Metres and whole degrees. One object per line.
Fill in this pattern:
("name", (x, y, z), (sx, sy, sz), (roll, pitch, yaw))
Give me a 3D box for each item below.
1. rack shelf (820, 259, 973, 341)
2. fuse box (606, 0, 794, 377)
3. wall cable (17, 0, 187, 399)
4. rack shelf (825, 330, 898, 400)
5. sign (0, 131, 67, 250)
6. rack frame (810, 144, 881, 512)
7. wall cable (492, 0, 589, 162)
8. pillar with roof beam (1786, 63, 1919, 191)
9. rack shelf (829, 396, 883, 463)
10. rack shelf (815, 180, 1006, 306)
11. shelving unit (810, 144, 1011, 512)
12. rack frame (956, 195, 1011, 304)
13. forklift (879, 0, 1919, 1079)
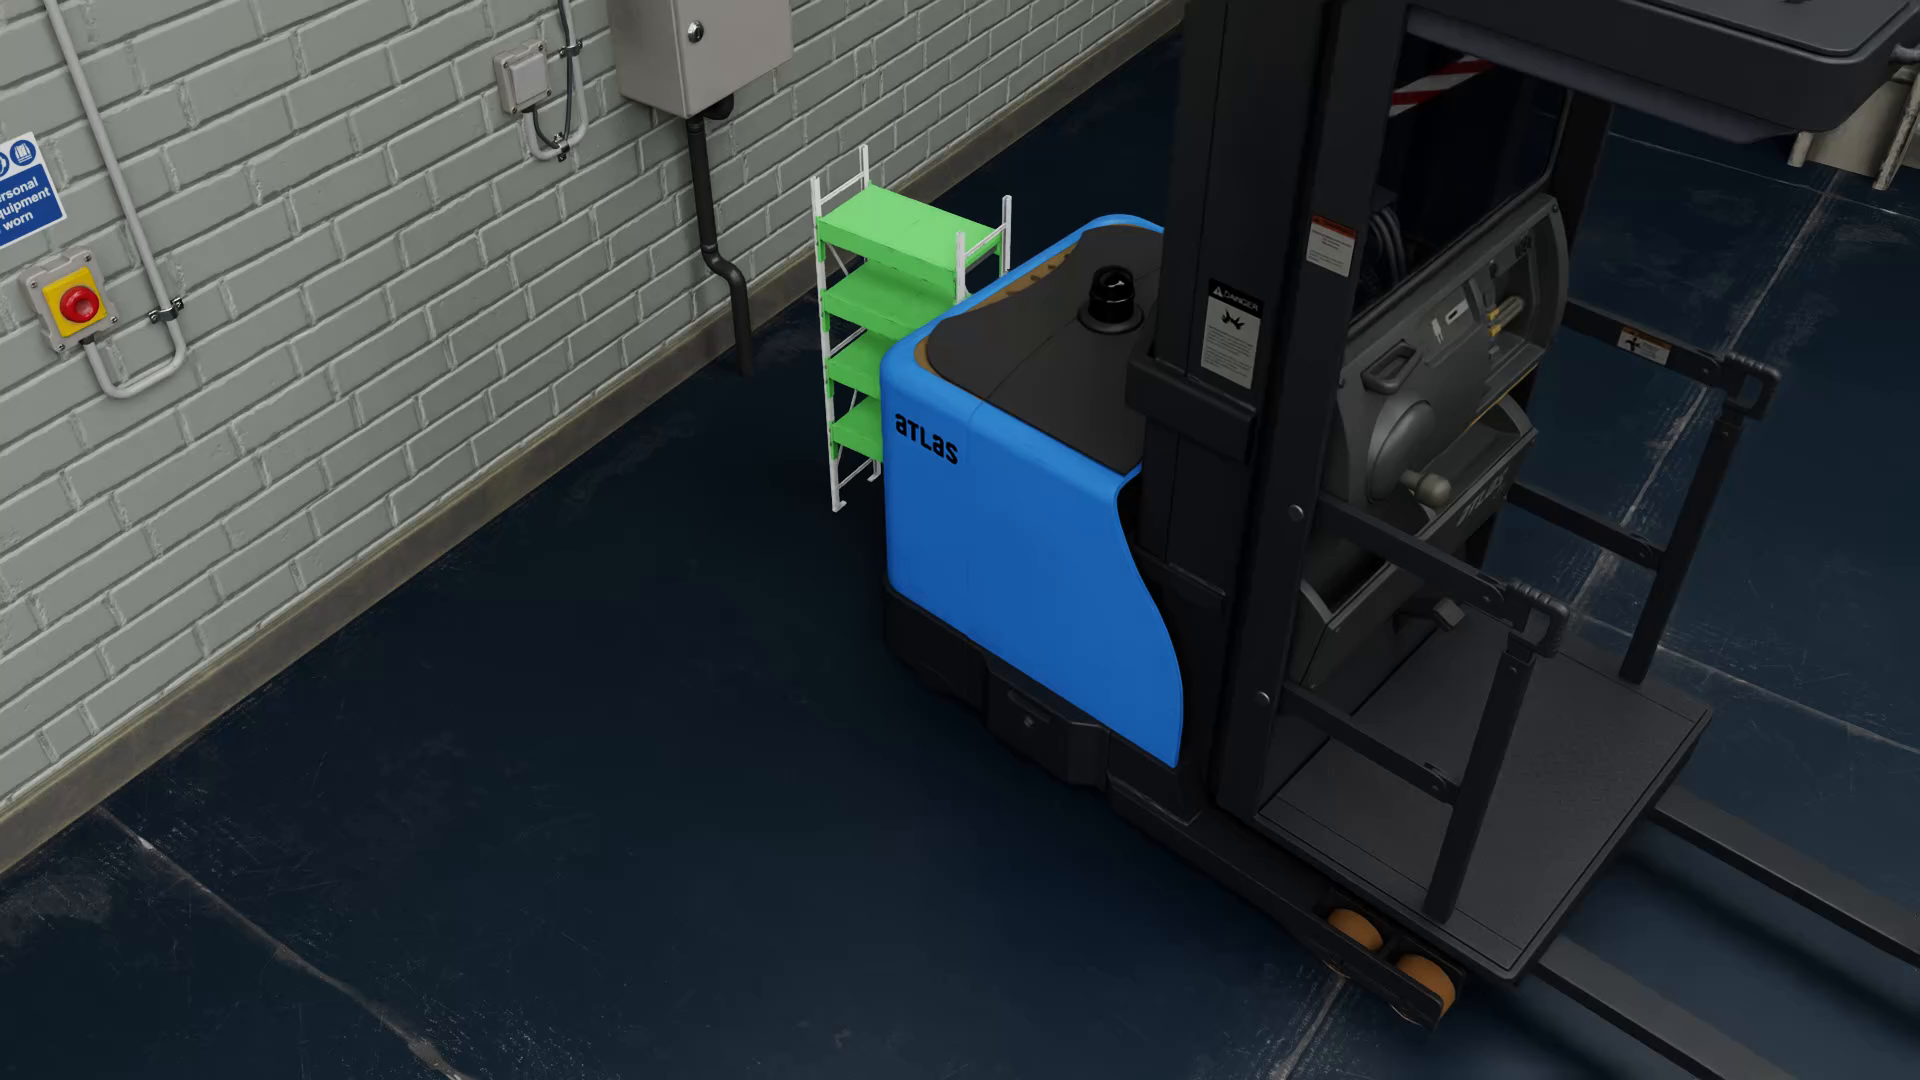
("rack shelf", (-0.136, -0.642, 4.803), (0.480, 0.148, 0.258), (25, 48, 25))
("fuse box", (-0.719, -1.237, 5.349), (0.414, 1.711, 0.539), (25, 48, 25))
("wall cable", (-2.045, -1.016, 3.351), (0.123, 1.953, 0.585), (25, 48, 25))
("rack shelf", (-0.136, -0.463, 4.963), (0.480, 0.148, 0.258), (25, 48, 25))
("sign", (-2.123, -0.724, 3.607), (0.001, 0.218, 0.327), (25, 48, 25))
("rack frame", (-0.335, -0.604, 5.025), (0.015, 1.200, 0.240), (25, 48, 25))
("wall cable", (-1.240, -1.784, 4.232), (0.122, 1.984, 0.588), (25, 48, 25))
("pillar with roof beam", (1.270, -2.601, 1.408), (0.400, 9.000, 9.100), (25, 48, 25))
("rack shelf", (-0.136, -0.284, 5.123), (0.480, 0.148, 0.258), (25, 48, 25))
("rack shelf", (-0.136, -0.821, 4.643), (0.480, 0.148, 0.258), (25, 48, 25))
("shelving unit", (-0.136, -0.511, 4.921), (0.503, 1.200, 0.258), (25, 48, 25))
("rack frame", (0.064, -0.417, 4.816), (0.015, 1.200, 0.240), (25, 48, 25))
("forklift", (1.212, -0.340, 3.432), (3.031, 2.935, 1.130), (31, 50, 30))
